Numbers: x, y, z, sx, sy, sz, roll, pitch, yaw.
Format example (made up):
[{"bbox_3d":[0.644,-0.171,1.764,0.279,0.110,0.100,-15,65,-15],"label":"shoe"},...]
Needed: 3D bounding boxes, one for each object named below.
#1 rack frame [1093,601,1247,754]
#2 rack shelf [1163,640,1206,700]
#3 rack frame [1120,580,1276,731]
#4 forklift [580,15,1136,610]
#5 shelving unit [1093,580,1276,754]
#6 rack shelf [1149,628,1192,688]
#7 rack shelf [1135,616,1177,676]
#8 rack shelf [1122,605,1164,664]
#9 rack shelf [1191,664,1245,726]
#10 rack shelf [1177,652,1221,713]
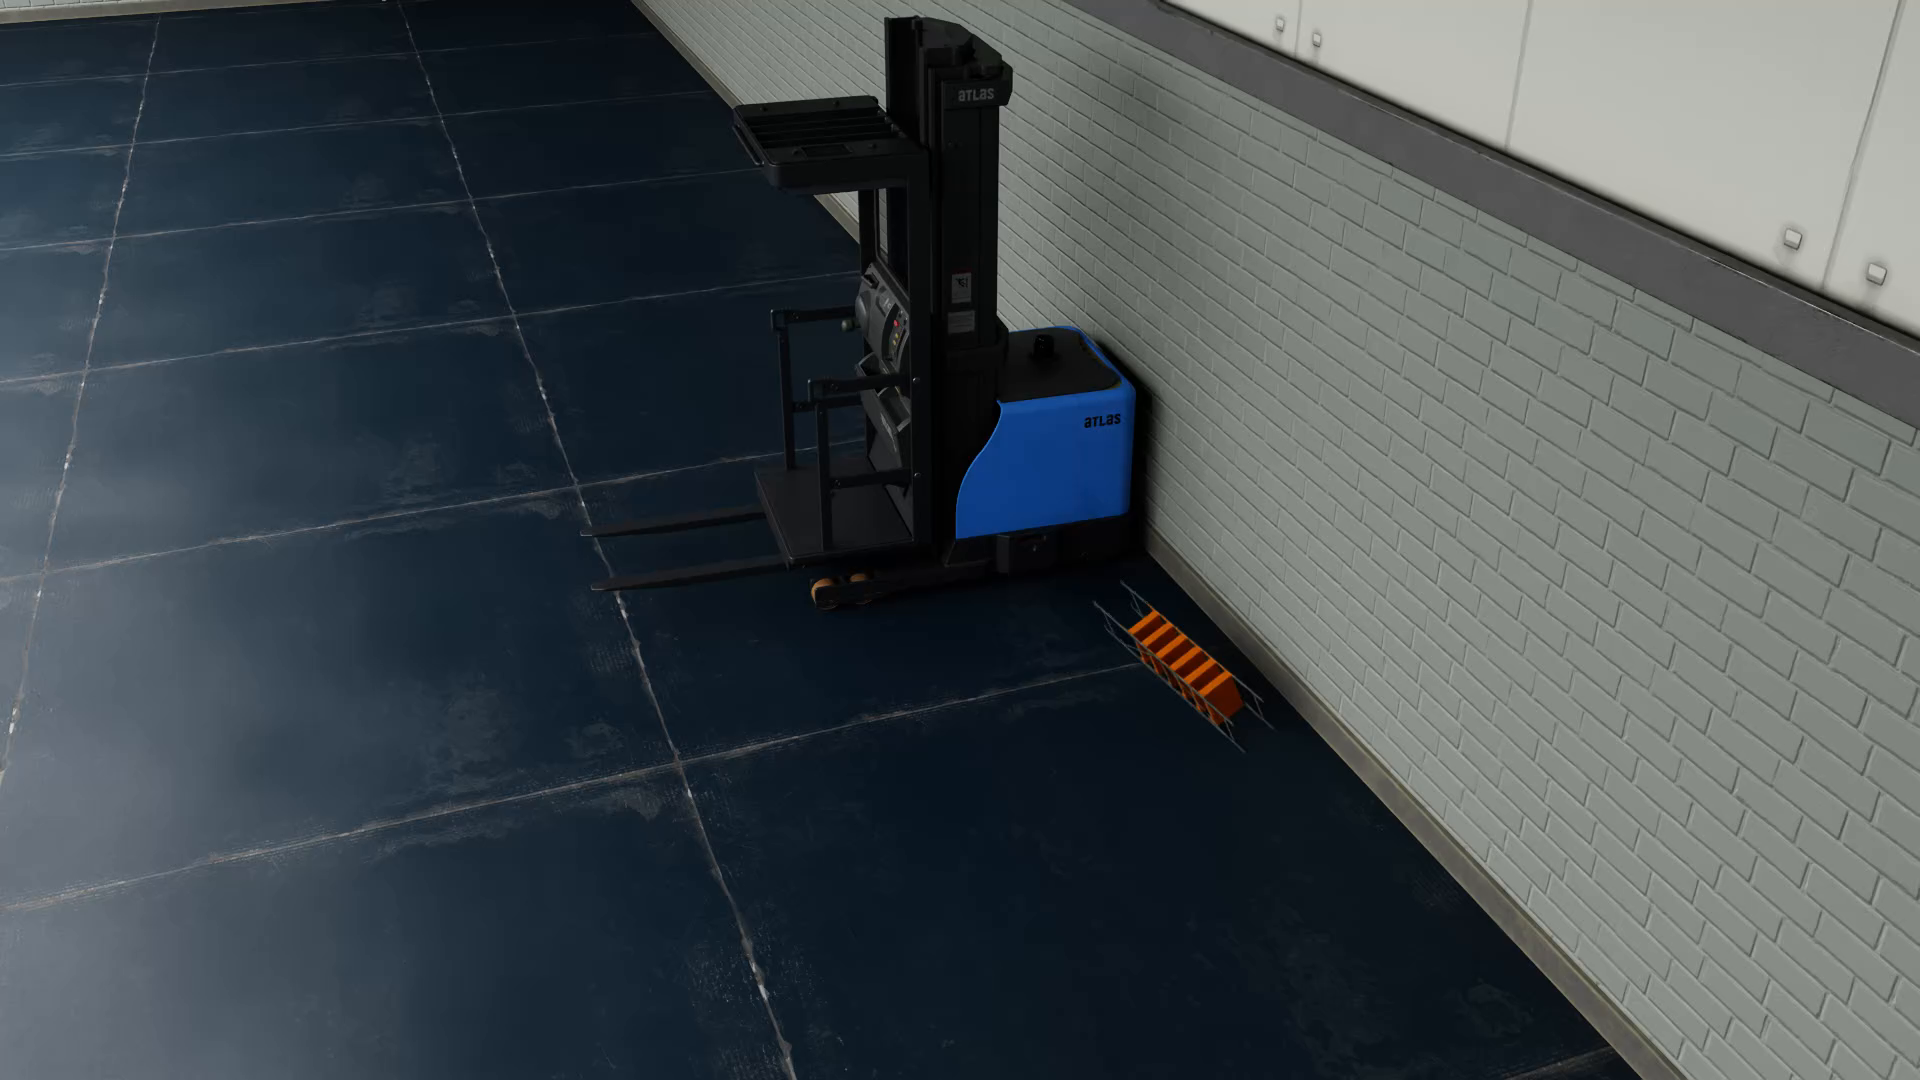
[{"bbox_3d":[1.032,0.672,8.317,0.006,0.240,1.200,-36,41,-9],"label":"rack frame"},{"bbox_3d":[1.141,0.653,8.276,0.180,0.258,0.103,-36,41,-9],"label":"rack shelf"},{"bbox_3d":[1.177,0.565,8.347,0.006,0.240,1.200,-36,41,-9],"label":"rack frame"},{"bbox_3d":[-0.599,-1.185,8.870,3.031,2.935,1.130,-8,31,-14],"label":"forklift"},{"bbox_3d":[1.104,0.618,8.332,0.189,0.258,1.200,-36,41,-9],"label":"shelving unit"},{"bbox_3d":[1.083,0.598,8.366,0.180,0.258,0.103,-36,41,-9],"label":"rack shelf"},{"bbox_3d":[1.024,0.544,8.455,0.180,0.258,0.103,-36,41,-9],"label":"rack shelf"},{"bbox_3d":[0.965,0.490,8.545,0.180,0.258,0.103,-36,41,-9],"label":"rack shelf"},{"bbox_3d":[1.258,0.761,8.097,0.180,0.258,0.103,-36,41,-9],"label":"rack shelf"},{"bbox_3d":[1.200,0.707,8.186,0.180,0.258,0.103,-36,41,-9],"label":"rack shelf"}]
